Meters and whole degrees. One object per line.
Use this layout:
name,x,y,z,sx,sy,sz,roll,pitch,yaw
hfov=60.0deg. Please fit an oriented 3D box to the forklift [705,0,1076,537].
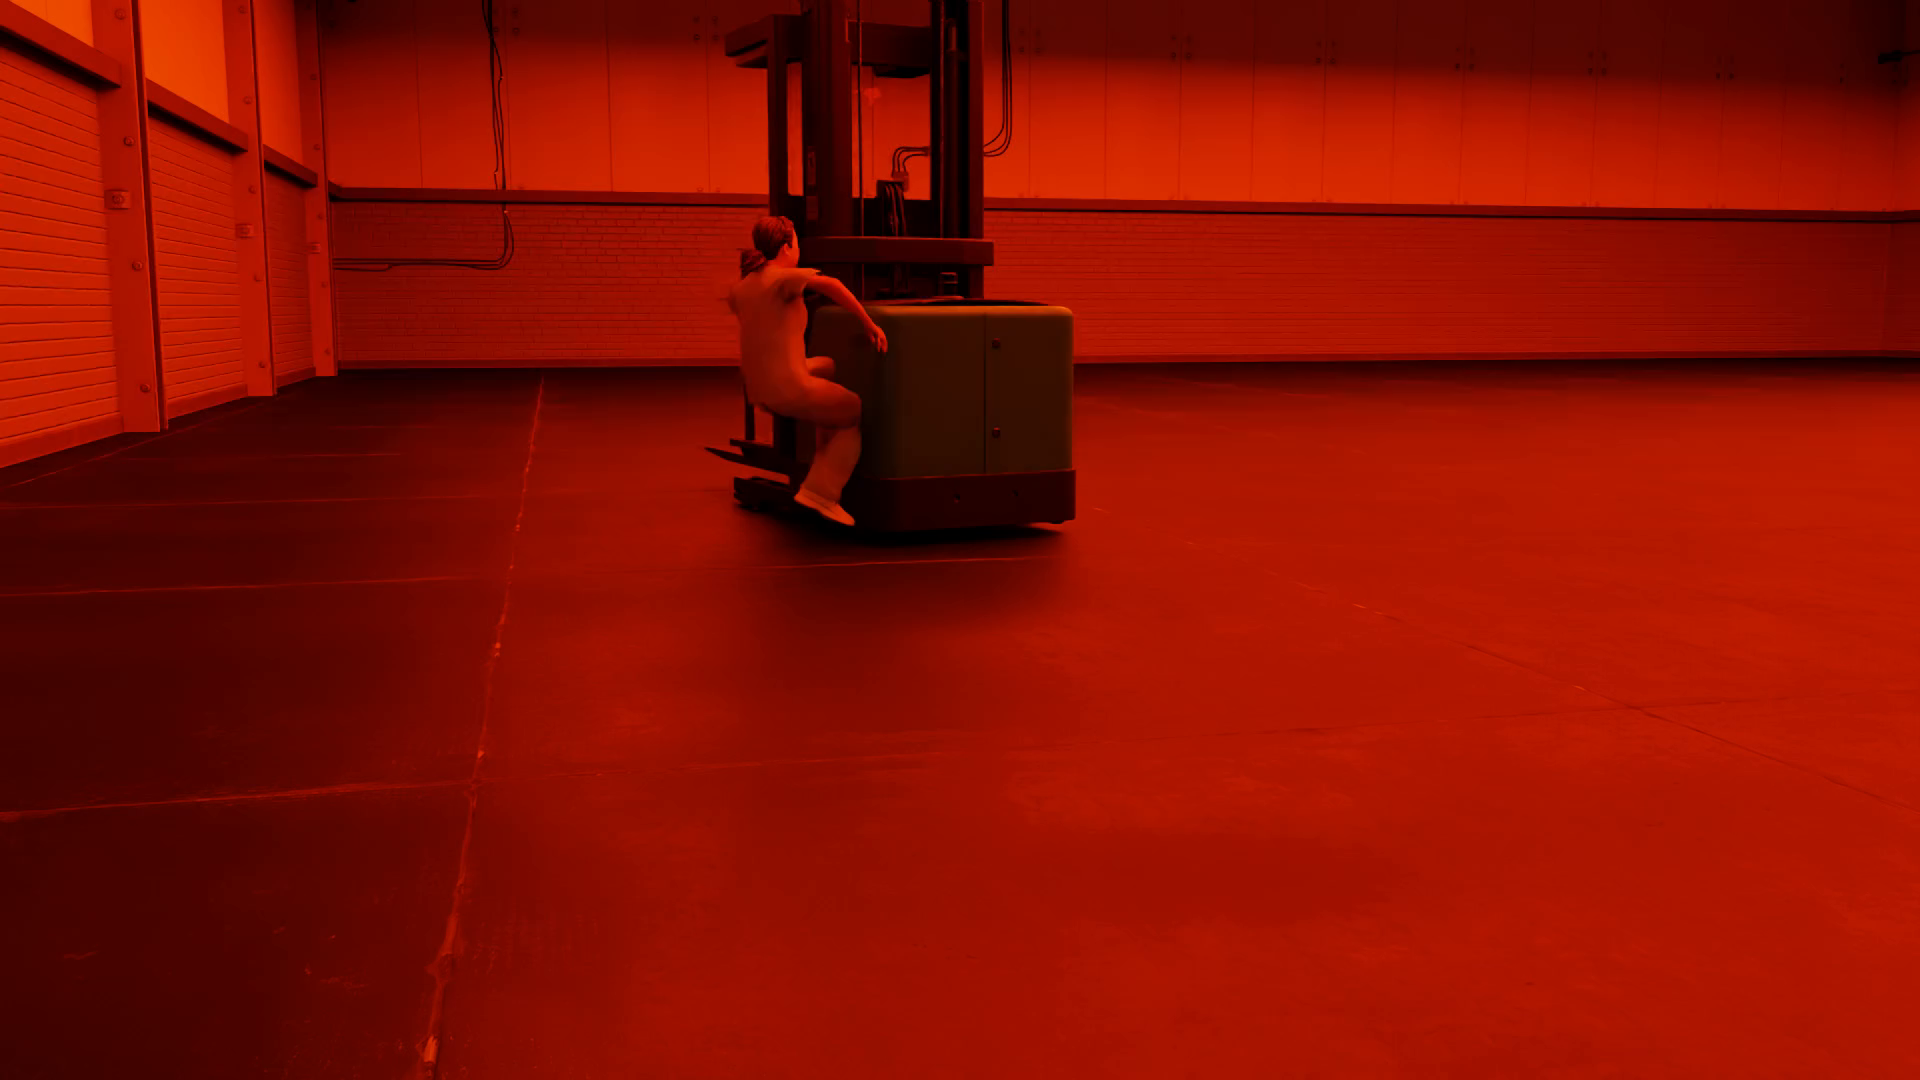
forklift,-0.568,-1.630,8.781,1.130,2.935,3.031,-4,9,-27

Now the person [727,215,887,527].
person,-0.649,-0.766,7.633,0.793,1.410,0.997,-7,10,-40
